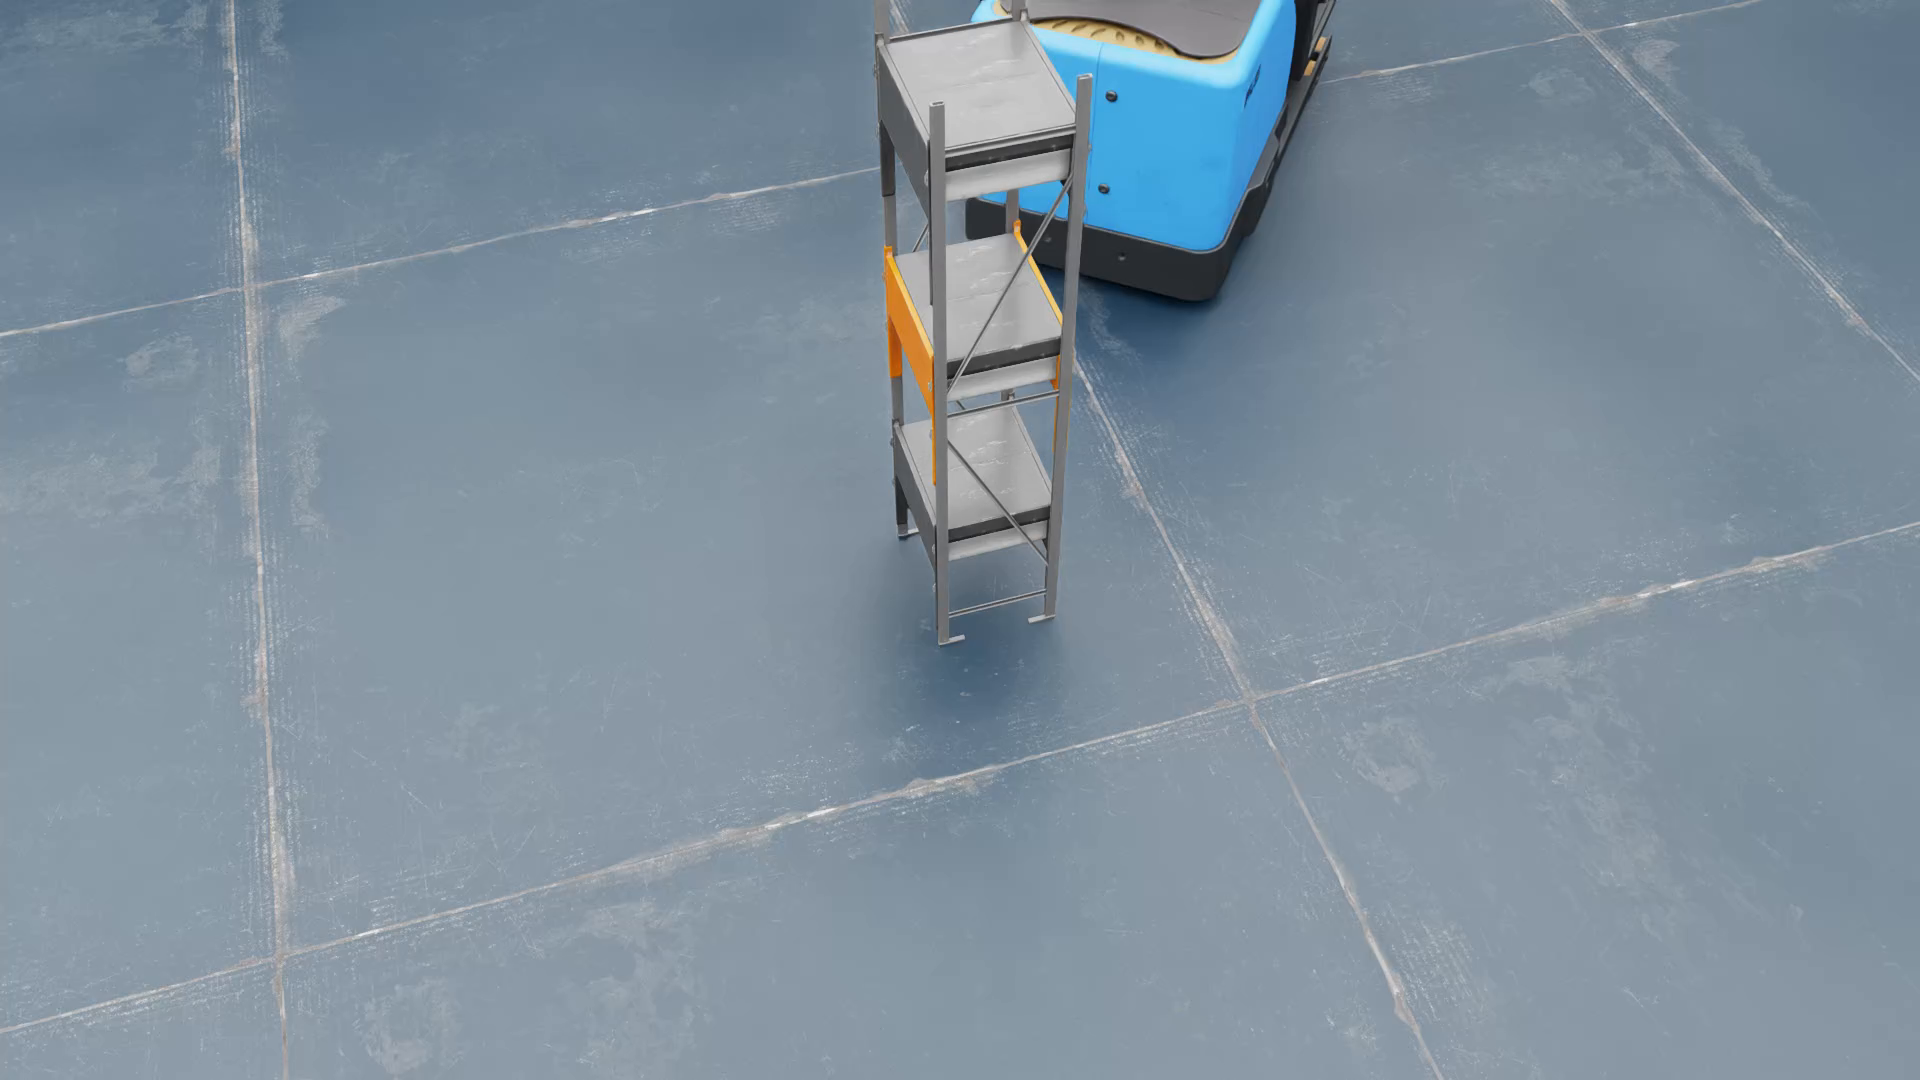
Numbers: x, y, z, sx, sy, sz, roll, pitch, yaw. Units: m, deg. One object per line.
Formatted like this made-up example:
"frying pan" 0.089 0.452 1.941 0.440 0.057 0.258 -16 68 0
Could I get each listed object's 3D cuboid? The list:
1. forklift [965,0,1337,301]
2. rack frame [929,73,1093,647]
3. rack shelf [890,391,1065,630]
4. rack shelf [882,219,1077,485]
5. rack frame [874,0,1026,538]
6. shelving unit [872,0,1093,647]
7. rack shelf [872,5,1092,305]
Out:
"forklift" 1.030 -3.022 6.381 1.130 2.935 3.031 17 52 14
"rack frame" 0.121 -0.378 4.695 0.400 2.100 0.015 -13 51 -11
"rack shelf" 0.049 -0.096 5.391 0.431 0.518 0.480 -13 51 -11
"rack shelf" 0.049 -0.547 4.856 0.431 0.518 0.480 -13 51 -11
"rack frame" -0.023 -0.734 4.996 0.400 2.100 0.015 -13 51 -11
"shelving unit" 0.049 -0.556 4.845 0.431 2.100 0.503 -13 51 -11
"rack shelf" 0.049 -0.998 4.321 0.431 0.518 0.480 -13 51 -11
